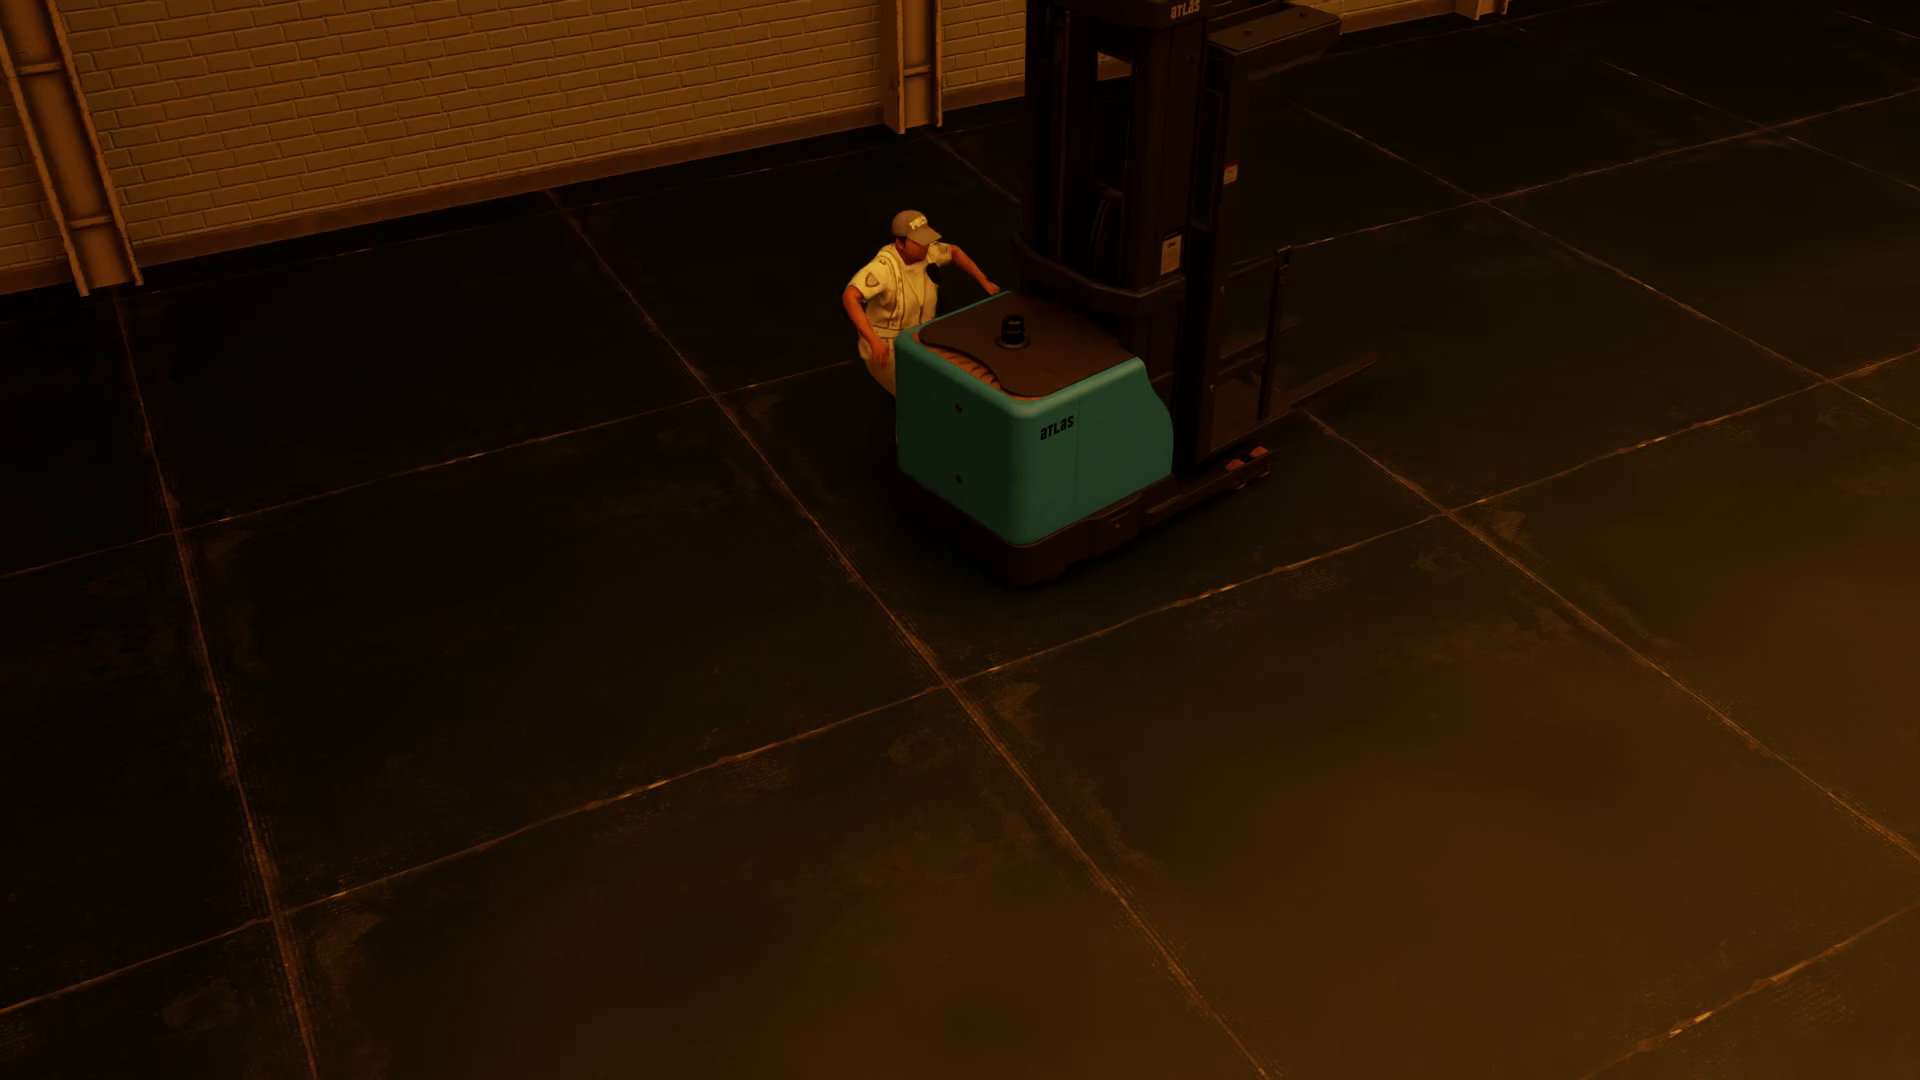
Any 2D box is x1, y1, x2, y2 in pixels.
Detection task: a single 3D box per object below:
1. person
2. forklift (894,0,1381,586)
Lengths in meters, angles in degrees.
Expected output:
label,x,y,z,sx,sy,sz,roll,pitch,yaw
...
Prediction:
label,x,y,z,sx,sy,sz,roll,pitch,yaw
person,-0.125,-1.020,8.734,0.800,1.442,0.998,28,44,33
forklift,1.111,-1.678,8.497,3.031,2.935,1.130,-26,43,-32
